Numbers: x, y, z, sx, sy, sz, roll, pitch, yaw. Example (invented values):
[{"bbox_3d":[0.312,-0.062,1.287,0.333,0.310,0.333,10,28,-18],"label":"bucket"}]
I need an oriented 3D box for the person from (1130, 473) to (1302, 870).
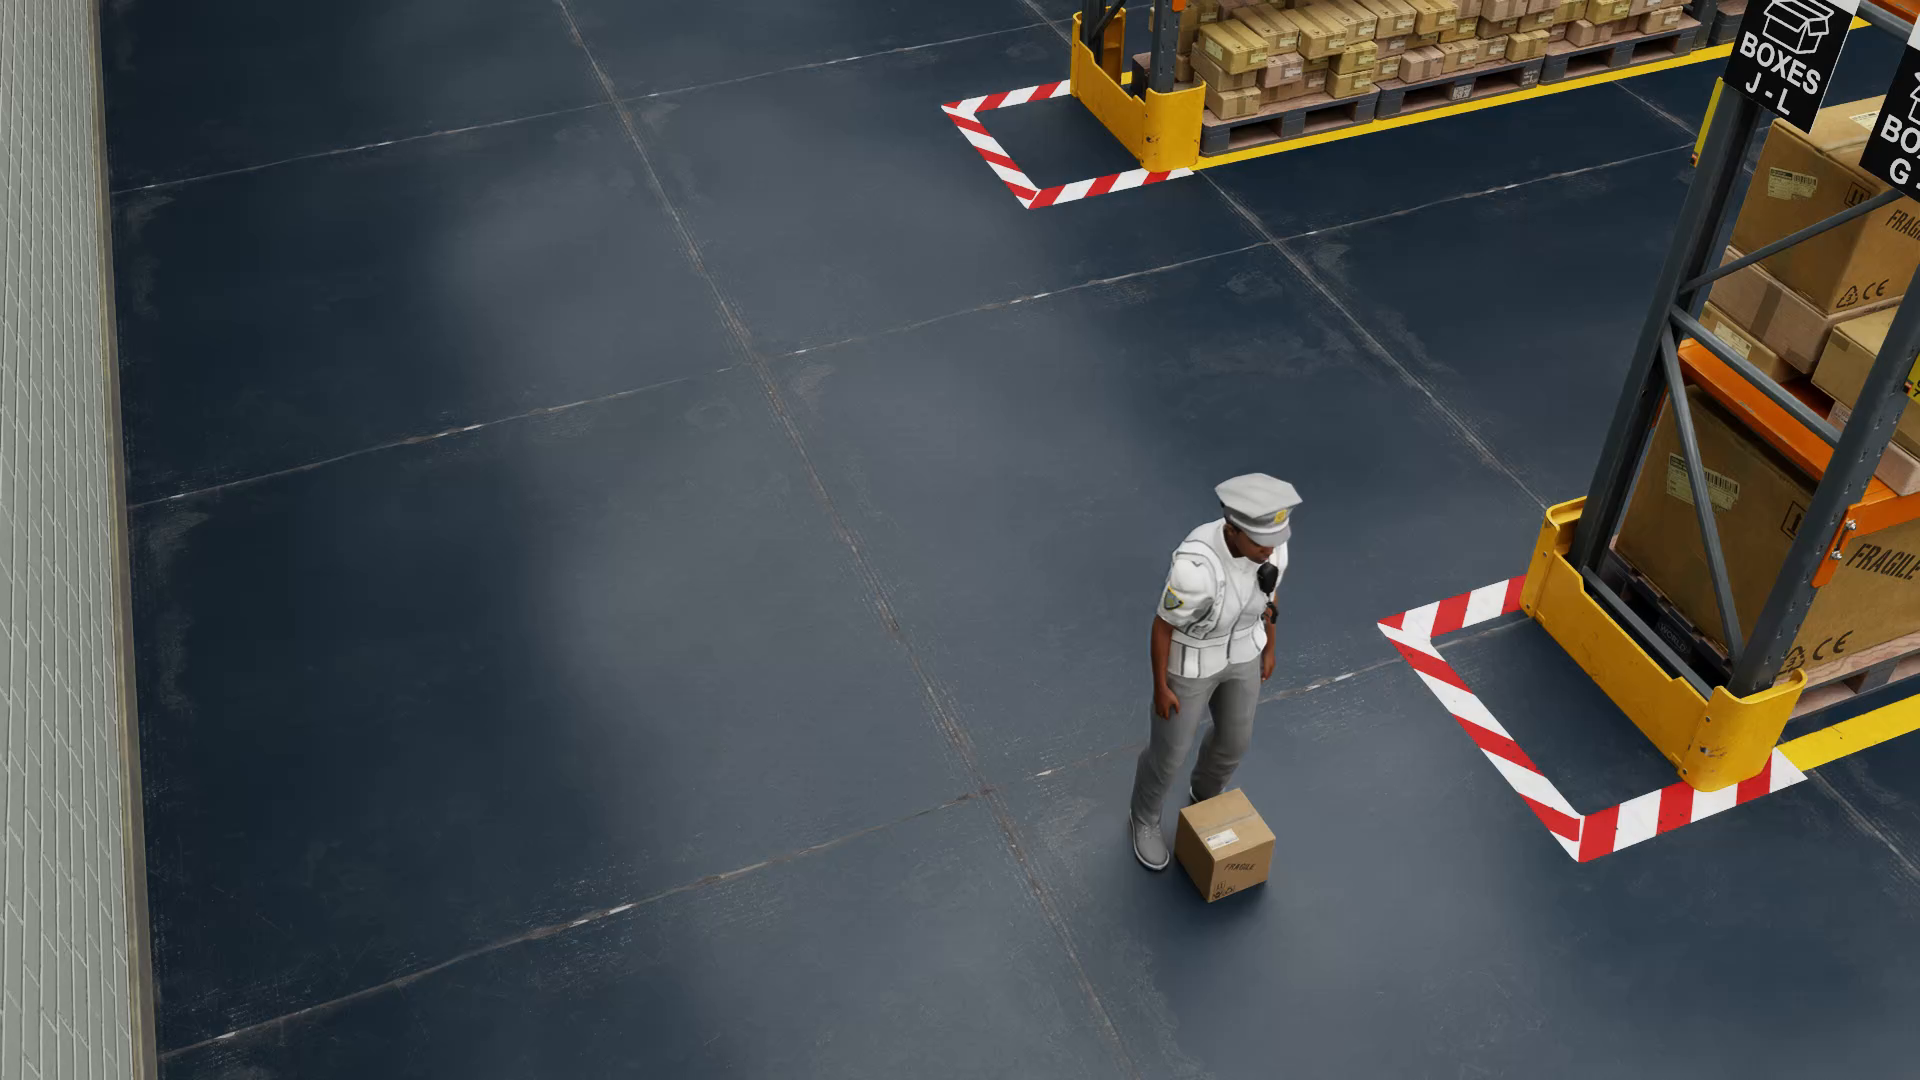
[{"bbox_3d":[0.855,0.431,5.681,0.531,1.661,0.397,-18,45,-19],"label":"person"}]
